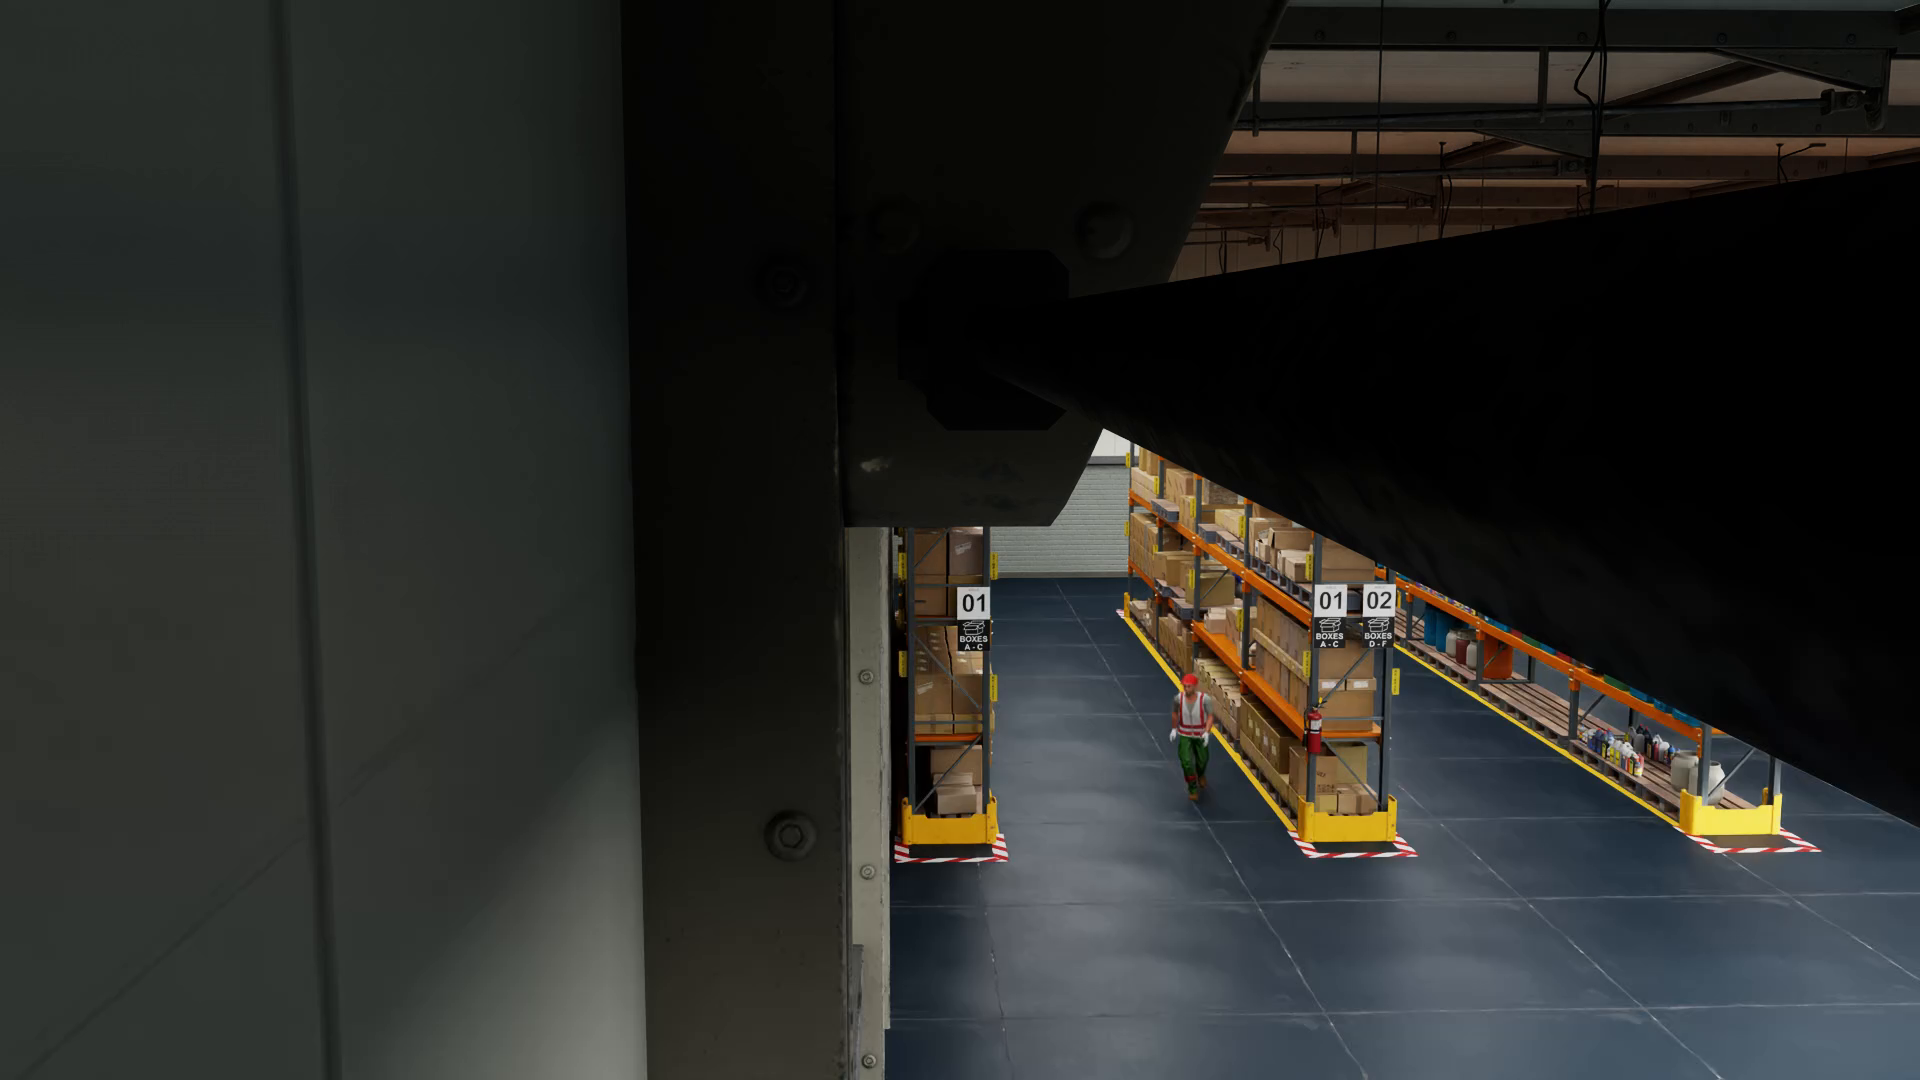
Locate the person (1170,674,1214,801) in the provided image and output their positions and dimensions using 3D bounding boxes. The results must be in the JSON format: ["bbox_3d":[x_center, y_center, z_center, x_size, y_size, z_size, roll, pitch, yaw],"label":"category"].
[{"bbox_3d":[3.137,2.620,22.506,0.592,1.698,0.796,2,7,12],"label":"person"}]

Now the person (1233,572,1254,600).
[{"bbox_3d":[5.938,1.084,34.641,0.516,1.654,0.485,-1,7,-9],"label":"person"}]
